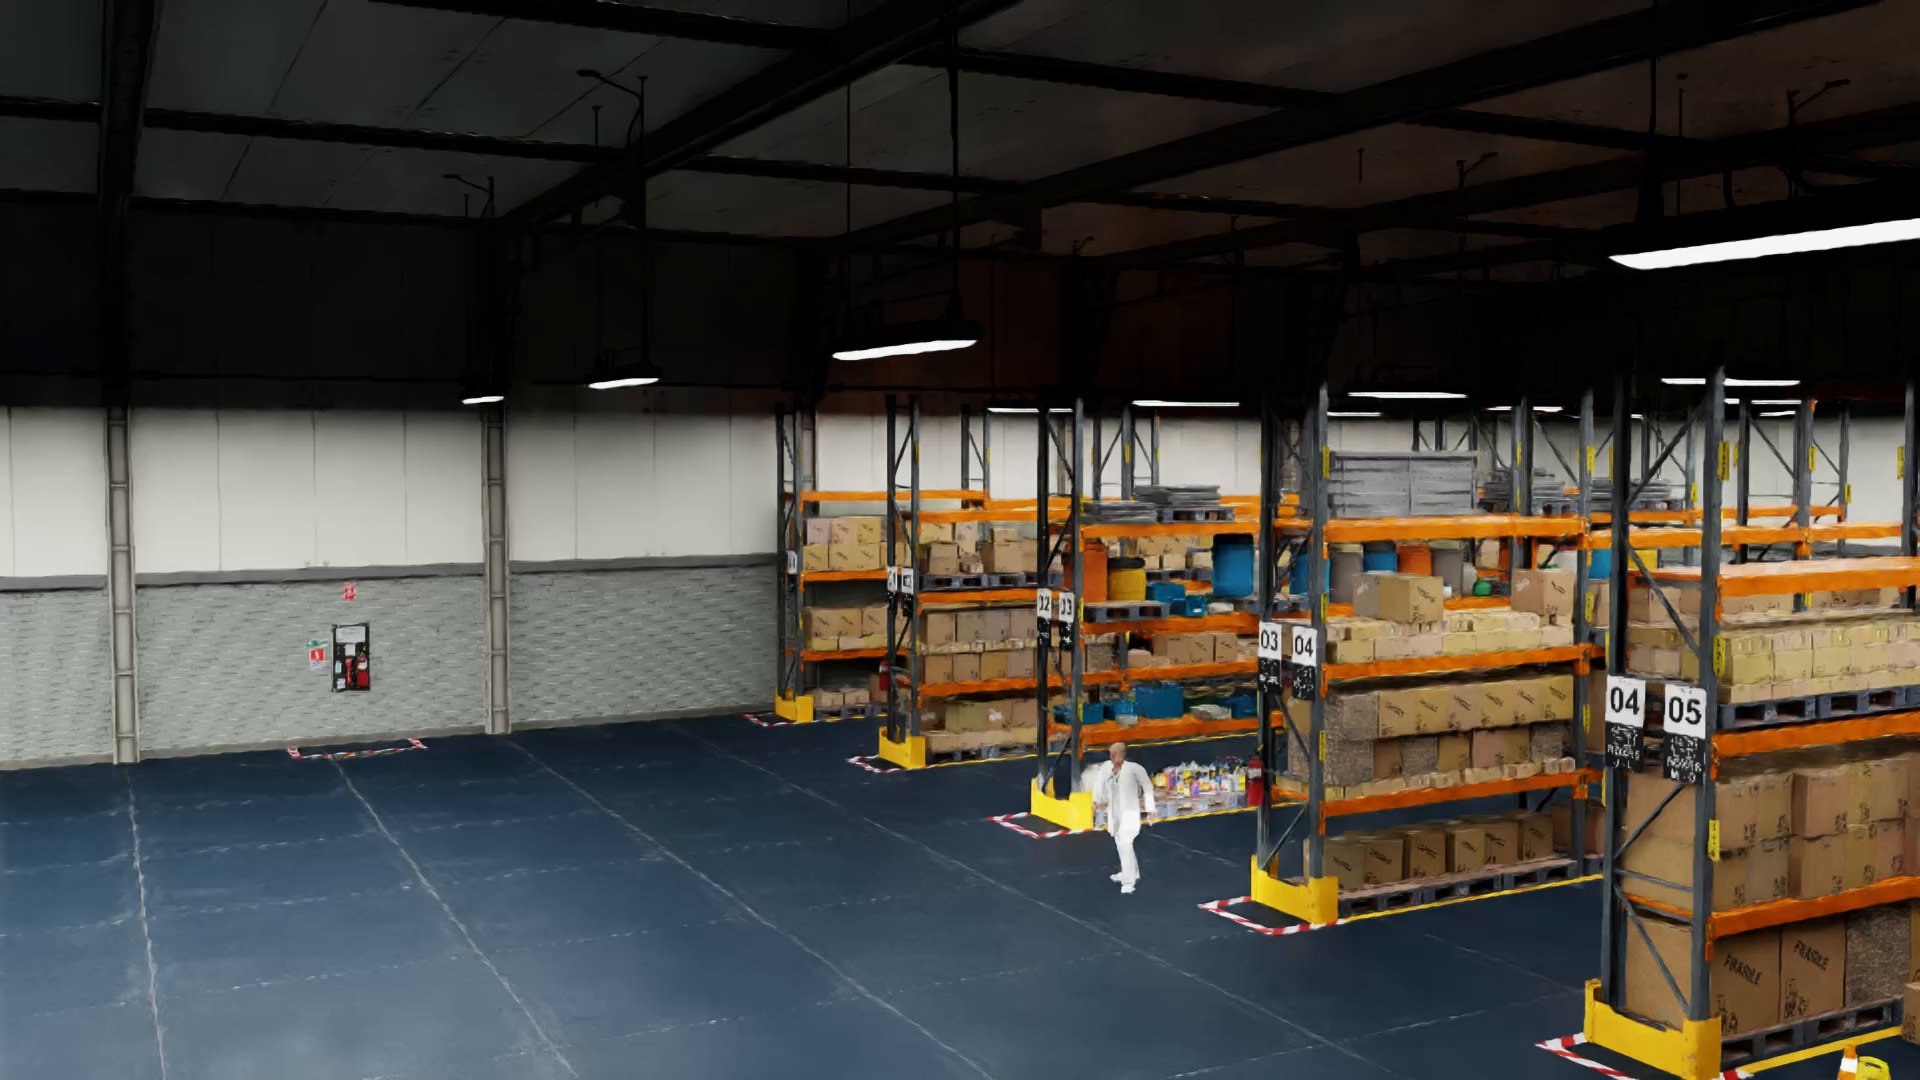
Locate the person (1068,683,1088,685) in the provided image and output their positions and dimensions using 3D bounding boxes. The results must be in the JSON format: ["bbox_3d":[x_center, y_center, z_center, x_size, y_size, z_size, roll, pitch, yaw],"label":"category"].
[{"bbox_3d":[2.189,2.577,31.402,1.019,1.612,0.453,-2,4,-29],"label":"person"}]

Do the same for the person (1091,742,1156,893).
[{"bbox_3d":[1.914,3.190,19.427,0.721,1.708,0.853,3,4,43],"label":"person"}]
